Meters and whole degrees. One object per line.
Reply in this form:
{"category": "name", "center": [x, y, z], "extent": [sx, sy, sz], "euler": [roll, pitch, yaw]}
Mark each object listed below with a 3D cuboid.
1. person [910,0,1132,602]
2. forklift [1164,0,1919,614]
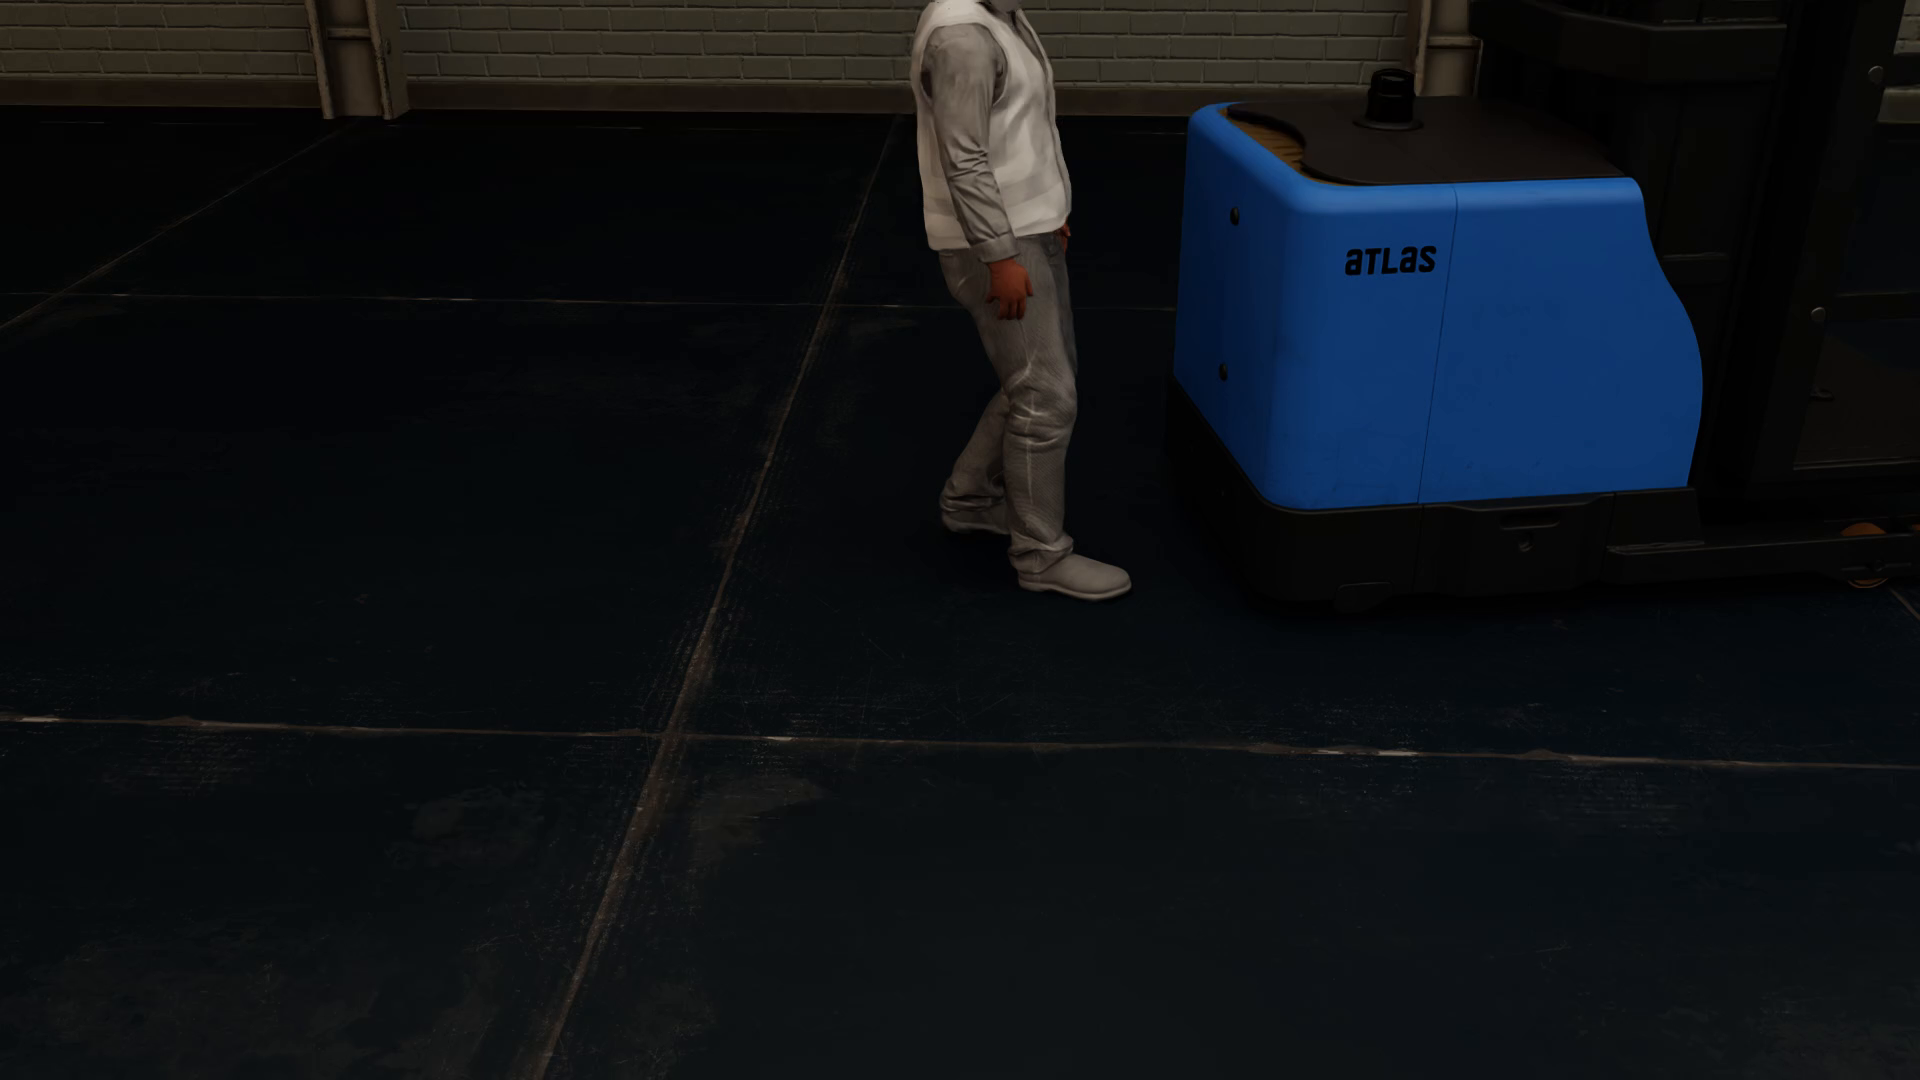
{"category": "person", "center": [0.192, -0.765, 4.129], "extent": [0.608, 1.752, 0.673], "euler": [5, 27, 11]}
{"category": "forklift", "center": [2.160, -1.417, 4.082], "extent": [3.031, 2.935, 1.130], "euler": [-4, 26, -7]}
